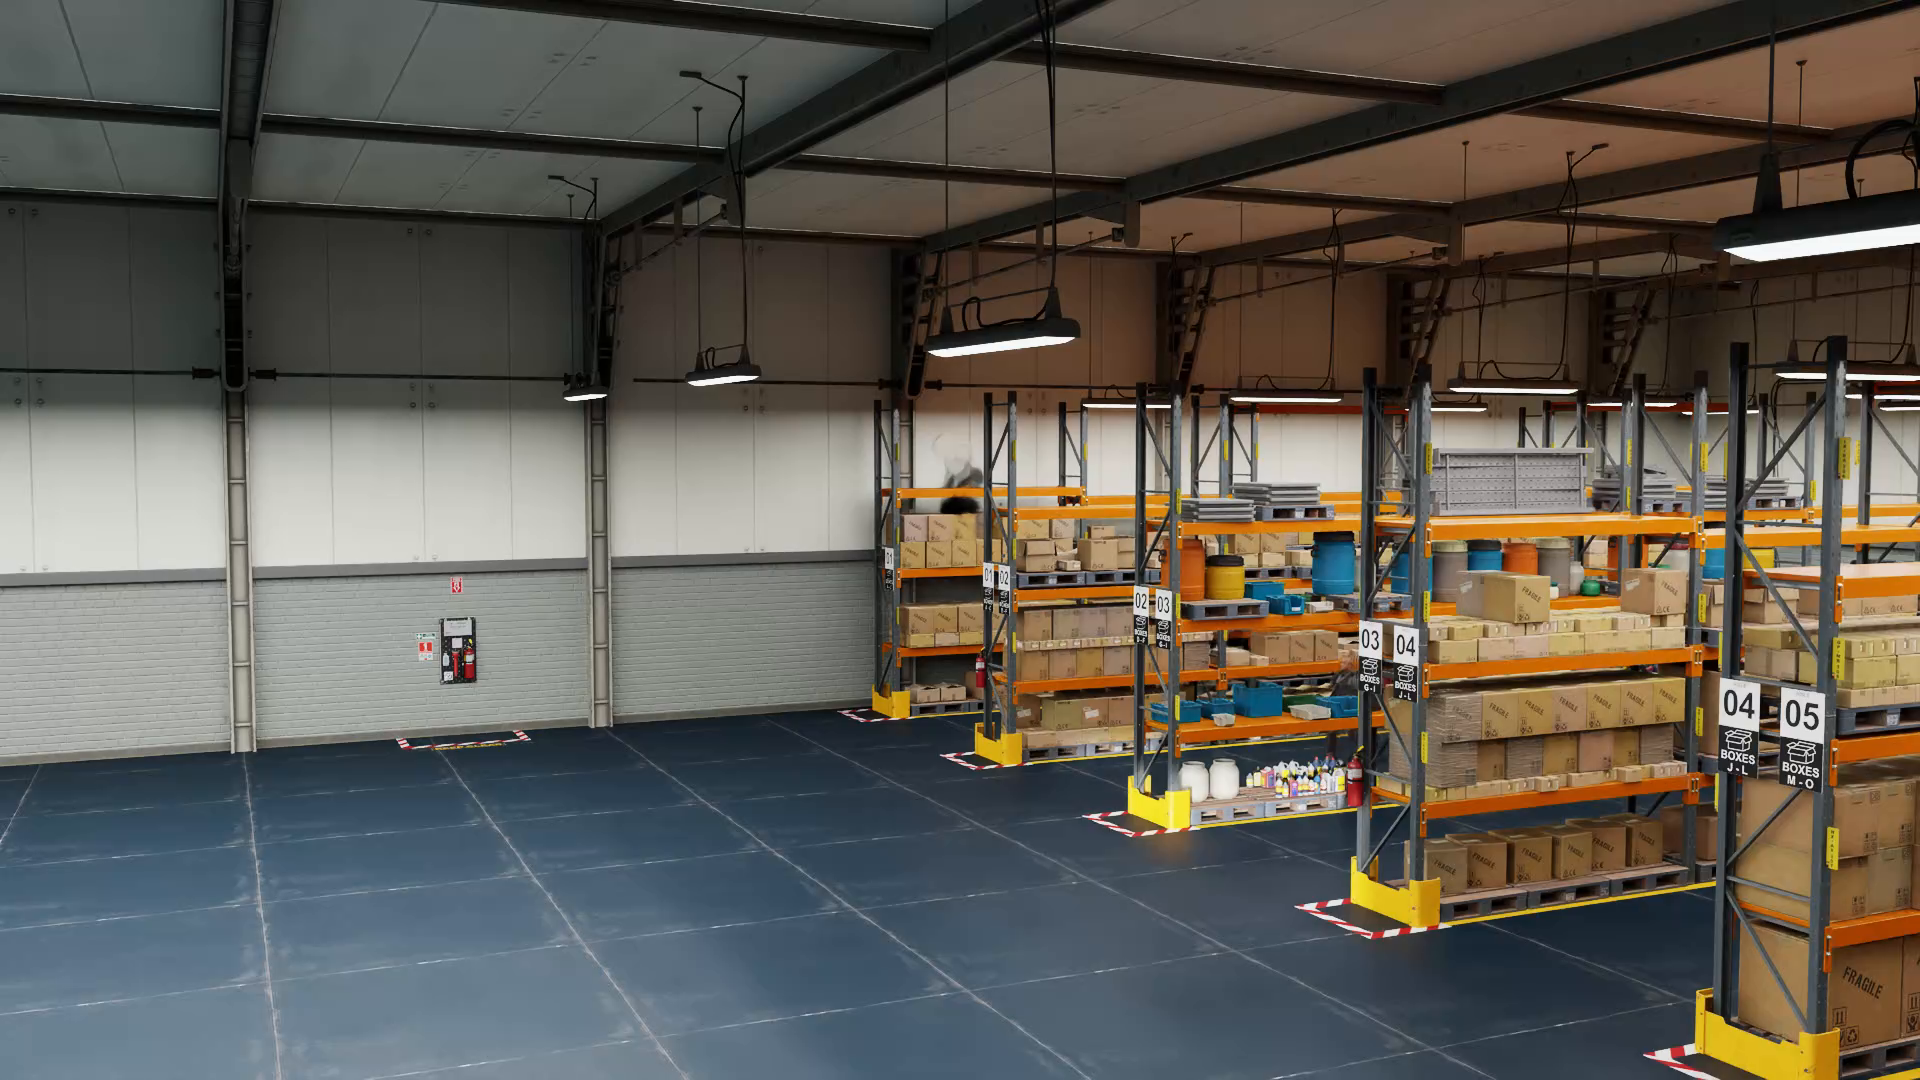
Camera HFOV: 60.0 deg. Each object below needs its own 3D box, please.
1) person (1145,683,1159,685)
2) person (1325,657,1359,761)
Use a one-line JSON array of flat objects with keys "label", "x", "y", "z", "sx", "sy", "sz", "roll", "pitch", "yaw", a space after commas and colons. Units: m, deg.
[{"label": "person", "x": 3.410, "y": 2.565, "z": 30.297, "sx": 0.573, "sy": 1.660, "sz": 0.576, "roll": -2, "pitch": 4, "yaw": -26}, {"label": "person", "x": 6.146, "y": 2.742, "z": 26.570, "sx": 0.874, "sy": 1.755, "sz": 0.638, "roll": -2, "pitch": 4, "yaw": -35}]
